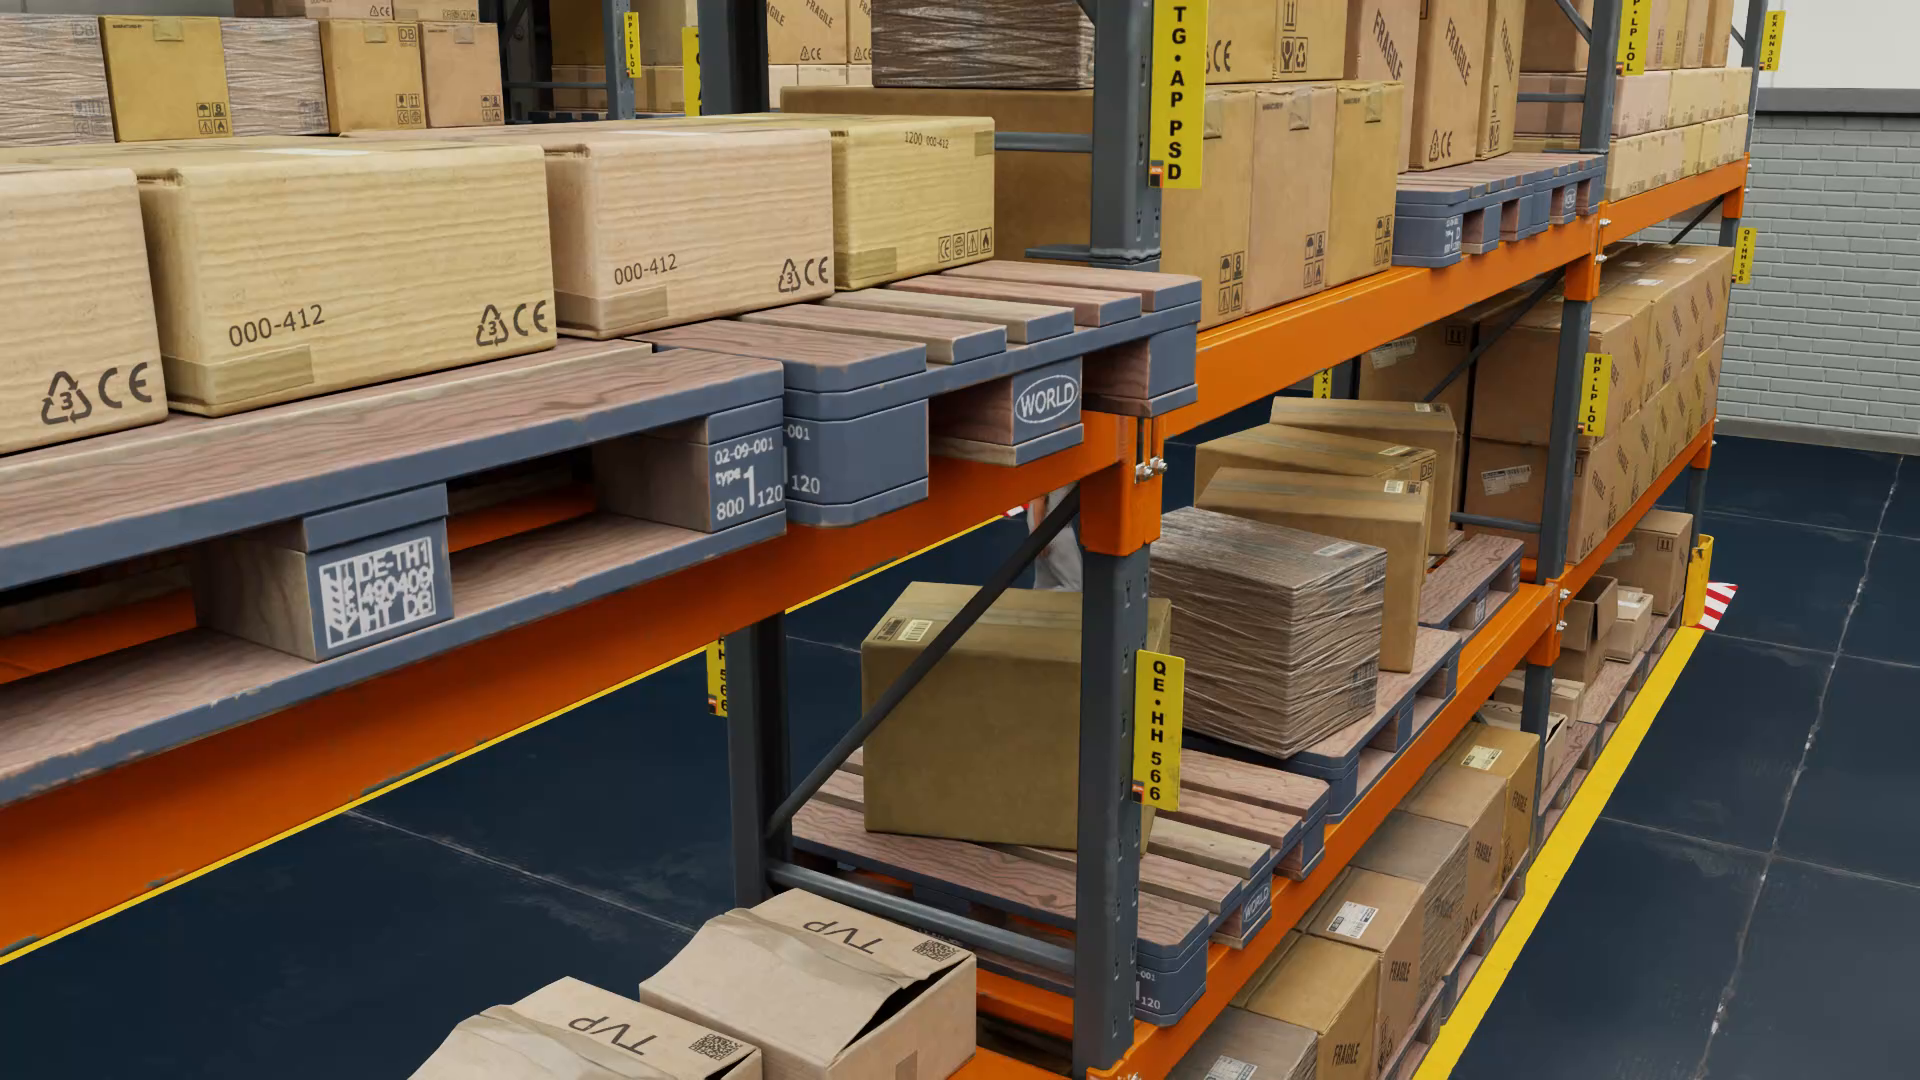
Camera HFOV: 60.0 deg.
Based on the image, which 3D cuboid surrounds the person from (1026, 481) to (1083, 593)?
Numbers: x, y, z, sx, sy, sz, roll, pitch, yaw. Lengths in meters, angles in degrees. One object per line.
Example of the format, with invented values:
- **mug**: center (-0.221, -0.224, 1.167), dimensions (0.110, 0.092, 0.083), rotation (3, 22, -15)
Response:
- **person**: center (0.496, -0.076, 9.278), dimensions (0.466, 1.669, 0.498), rotation (2, 16, 6)
